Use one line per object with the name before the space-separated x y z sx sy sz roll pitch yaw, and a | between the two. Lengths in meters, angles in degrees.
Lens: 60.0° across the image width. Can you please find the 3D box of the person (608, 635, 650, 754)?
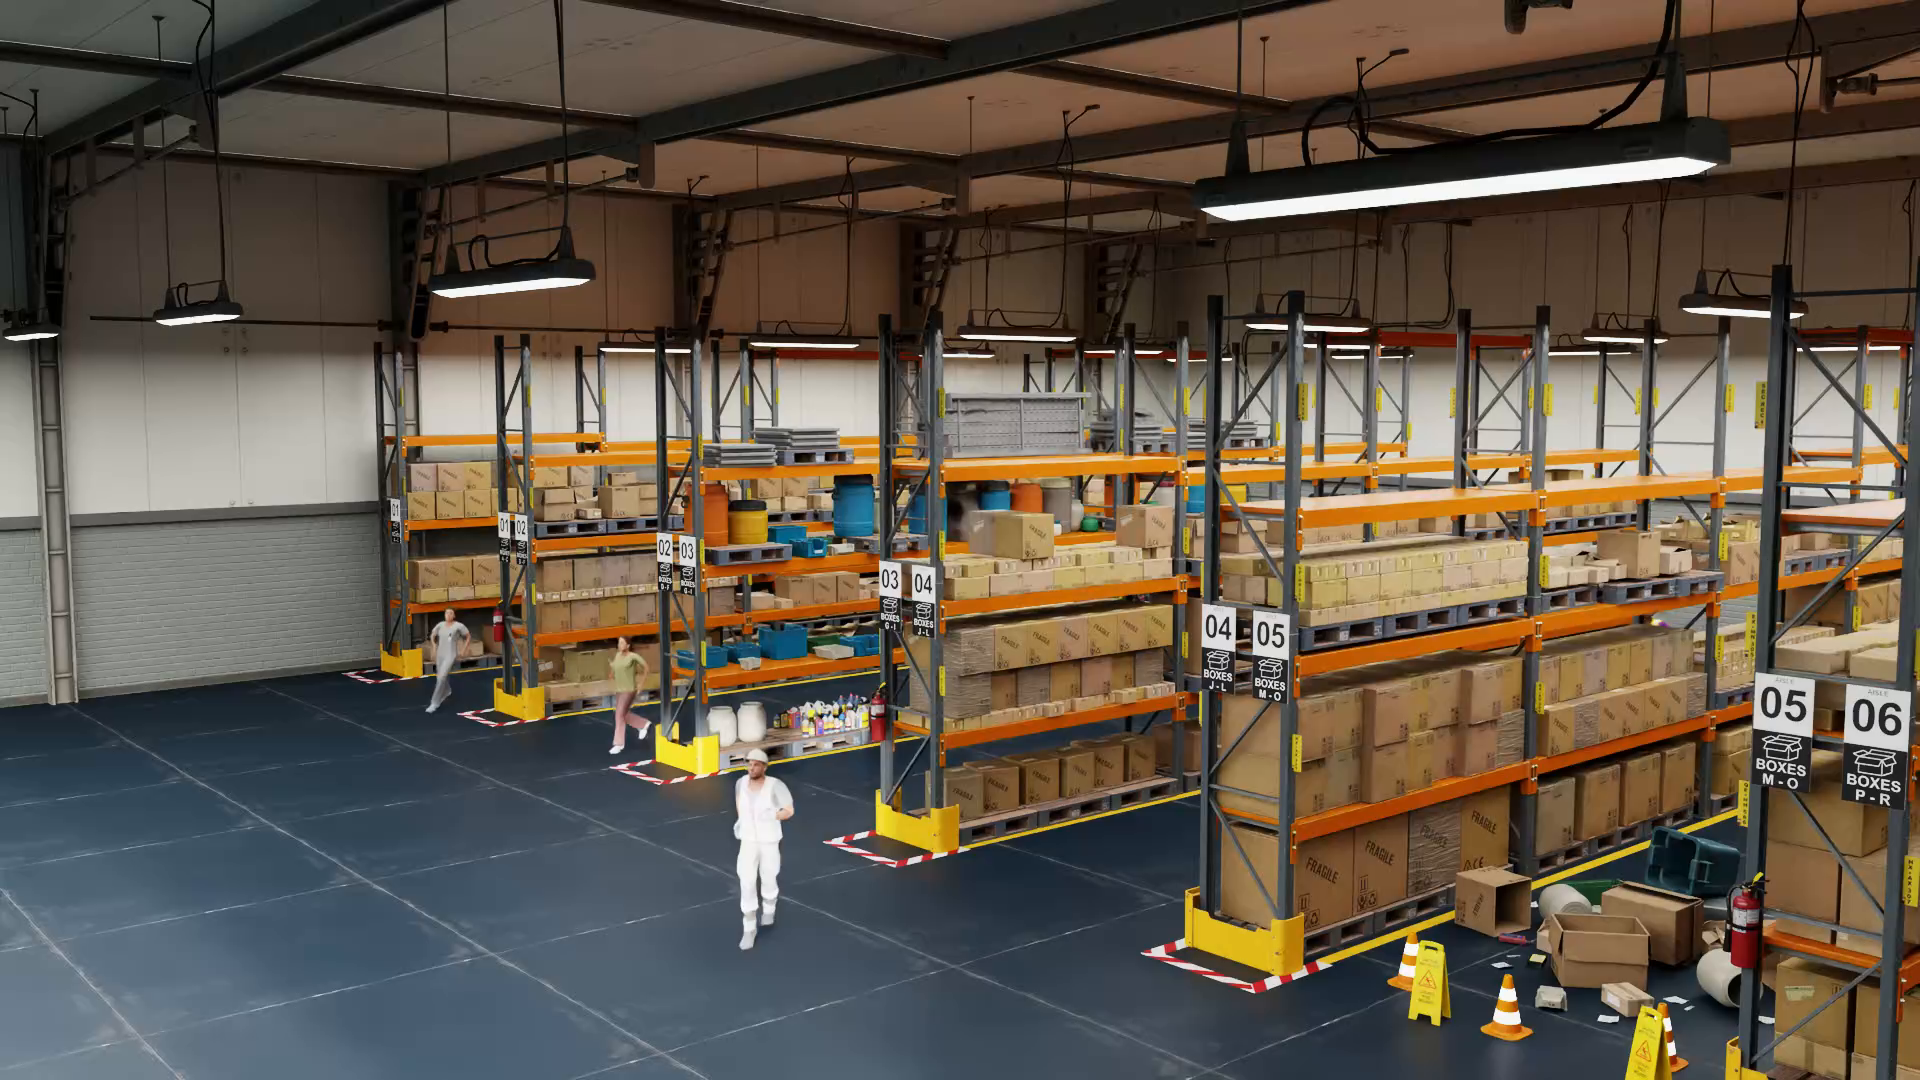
person | -4.767 2.185 23.873 0.617 1.660 0.834 4 6 36

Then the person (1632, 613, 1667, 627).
person | 10.878 1.879 26.328 0.696 1.822 0.777 5 7 41

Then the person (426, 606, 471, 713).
person | -8.281 1.894 26.834 0.647 1.657 0.913 1 5 11

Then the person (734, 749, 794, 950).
person | -1.848 2.863 15.623 0.618 1.851 0.798 1 5 7
